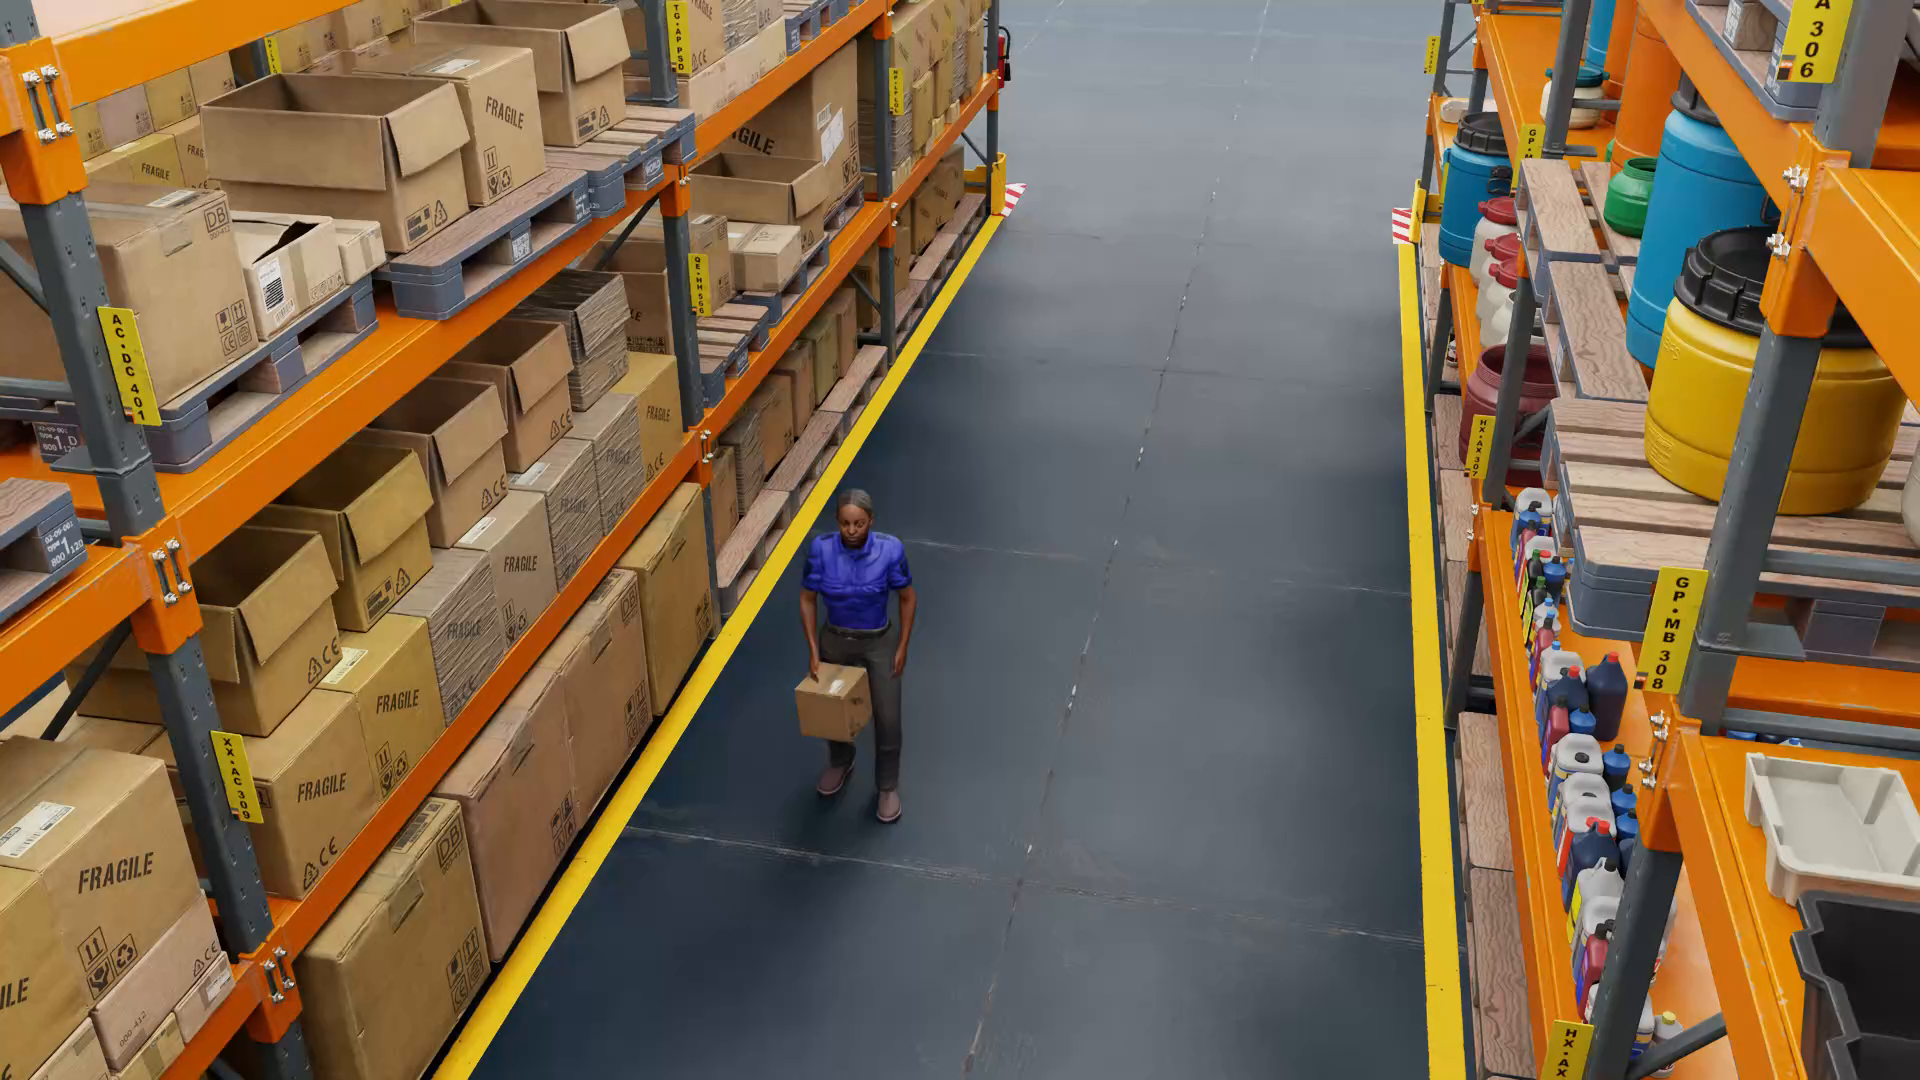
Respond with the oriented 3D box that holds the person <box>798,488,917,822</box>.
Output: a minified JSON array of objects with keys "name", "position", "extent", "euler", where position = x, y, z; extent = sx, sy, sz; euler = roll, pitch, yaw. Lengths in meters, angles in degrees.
[{"name":"person","position":[-0.471,0.513,7.700],"extent":[0.539,1.651,0.480],"euler":[2,29,4]}]
